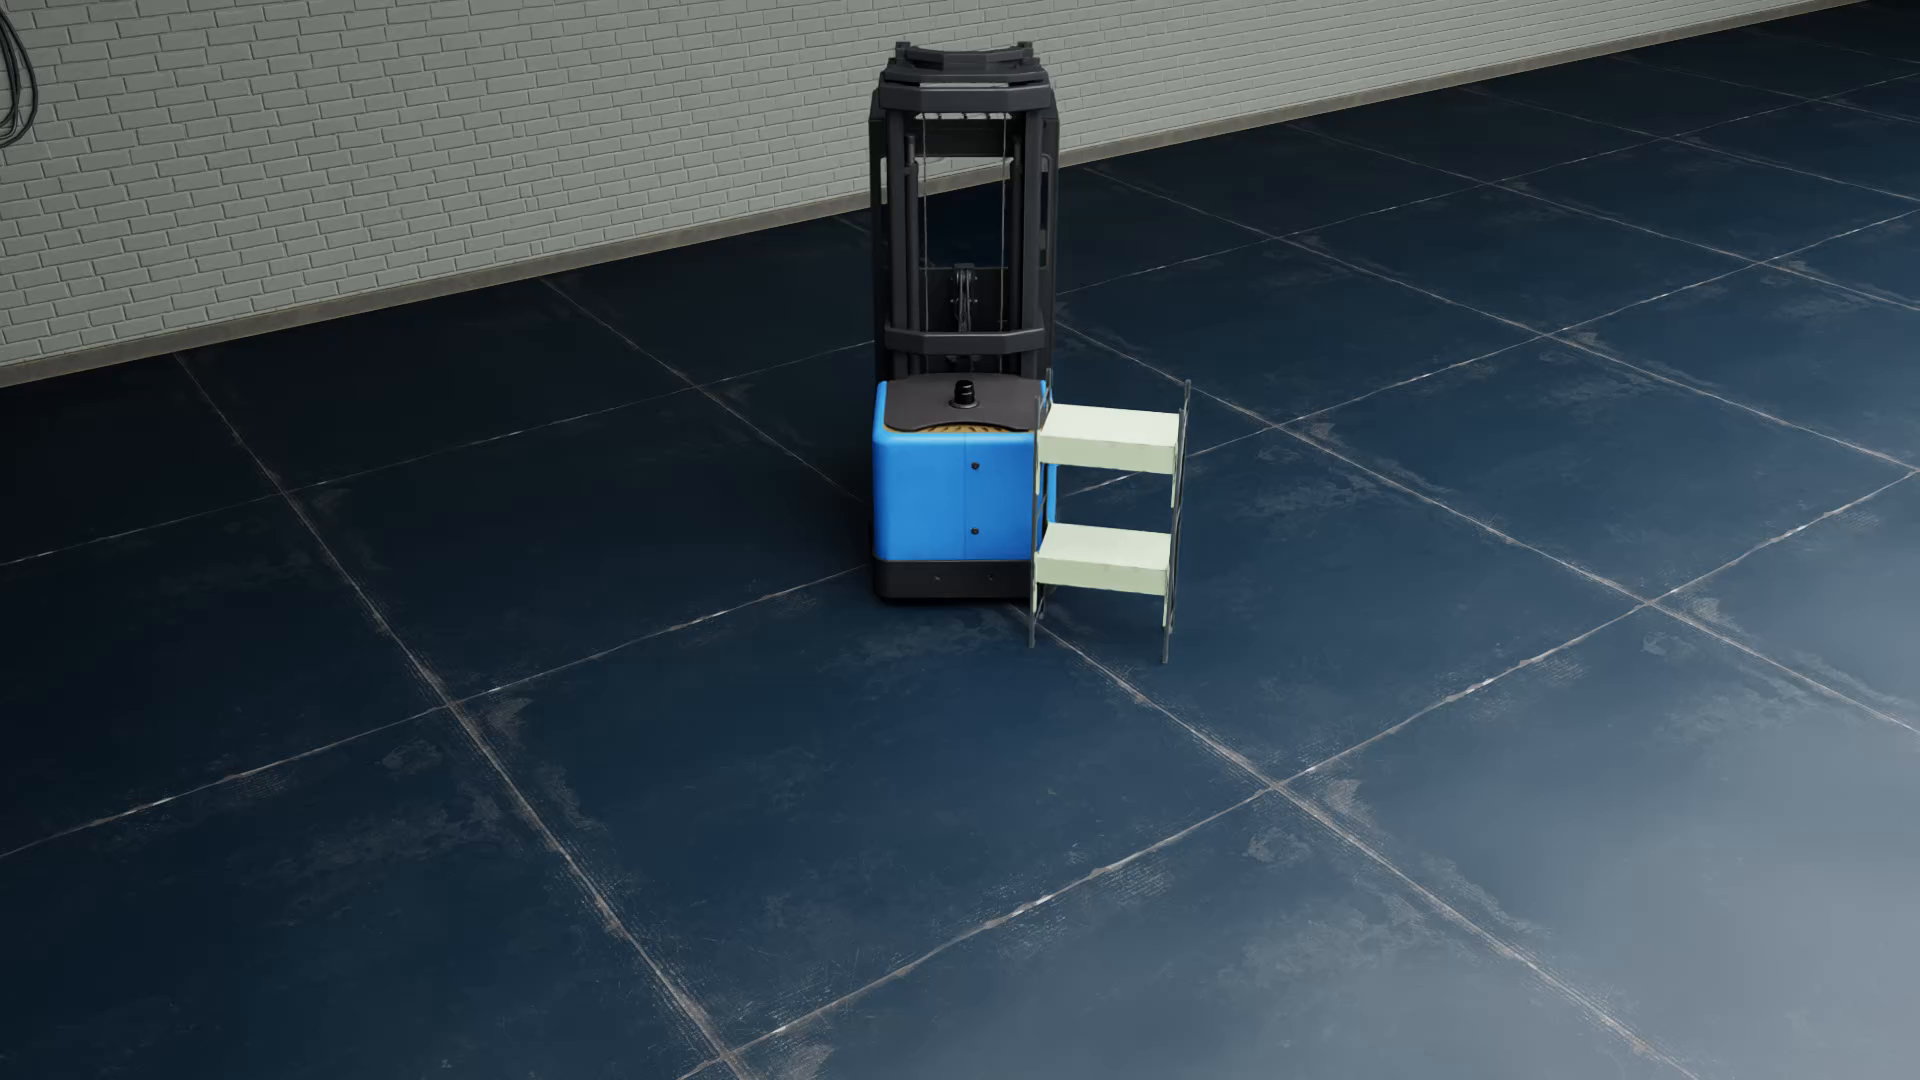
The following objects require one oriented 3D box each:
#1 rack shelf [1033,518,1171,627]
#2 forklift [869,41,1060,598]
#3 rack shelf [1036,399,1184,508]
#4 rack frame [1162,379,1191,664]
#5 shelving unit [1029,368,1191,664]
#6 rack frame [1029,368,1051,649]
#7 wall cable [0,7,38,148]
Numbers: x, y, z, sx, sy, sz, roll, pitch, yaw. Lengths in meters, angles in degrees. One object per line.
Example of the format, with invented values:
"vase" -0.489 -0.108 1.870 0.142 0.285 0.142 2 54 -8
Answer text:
"rack shelf" 0.788 0.170 9.049 0.720 0.370 0.431 6 29 10
"forklift" 0.022 -1.618 10.158 1.130 2.935 3.031 0 29 0
"rack shelf" 0.788 -0.460 8.707 0.720 0.370 0.431 6 29 10
"rack frame" 1.147 -0.081 8.828 0.023 1.500 0.400 6 29 10
"shelving unit" 0.788 -0.117 8.893 0.755 1.500 0.431 6 29 10
"rack frame" 0.430 -0.152 8.959 0.023 1.500 0.400 6 29 10
"wall cable" -7.736 -3.489 10.499 3.097 2.526 0.112 -19 34 -31
